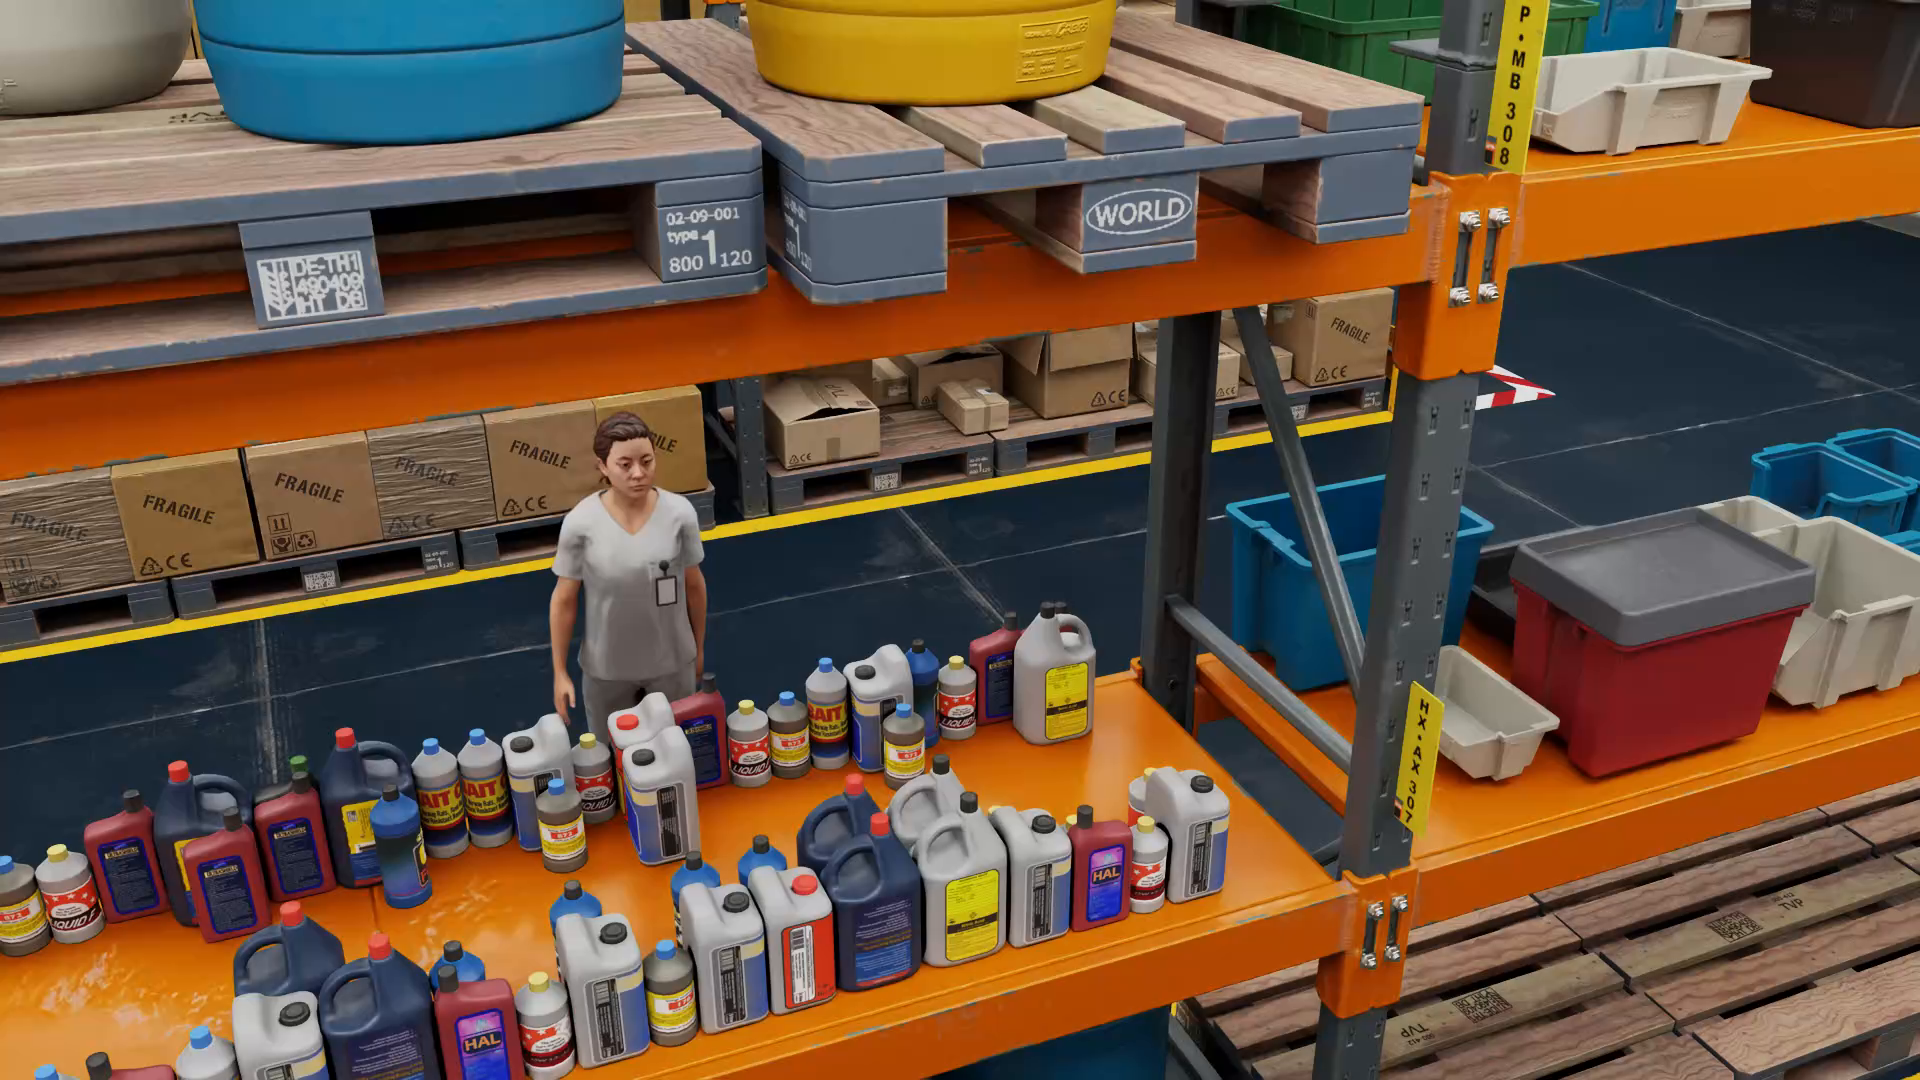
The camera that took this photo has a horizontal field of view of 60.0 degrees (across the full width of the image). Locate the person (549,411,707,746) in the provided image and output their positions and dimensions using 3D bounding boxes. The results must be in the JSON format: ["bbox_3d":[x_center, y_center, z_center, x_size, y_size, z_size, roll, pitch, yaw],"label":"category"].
[{"bbox_3d":[-1.020,0.423,5.216,0.509,1.680,0.434,-7,27,-14],"label":"person"}]
